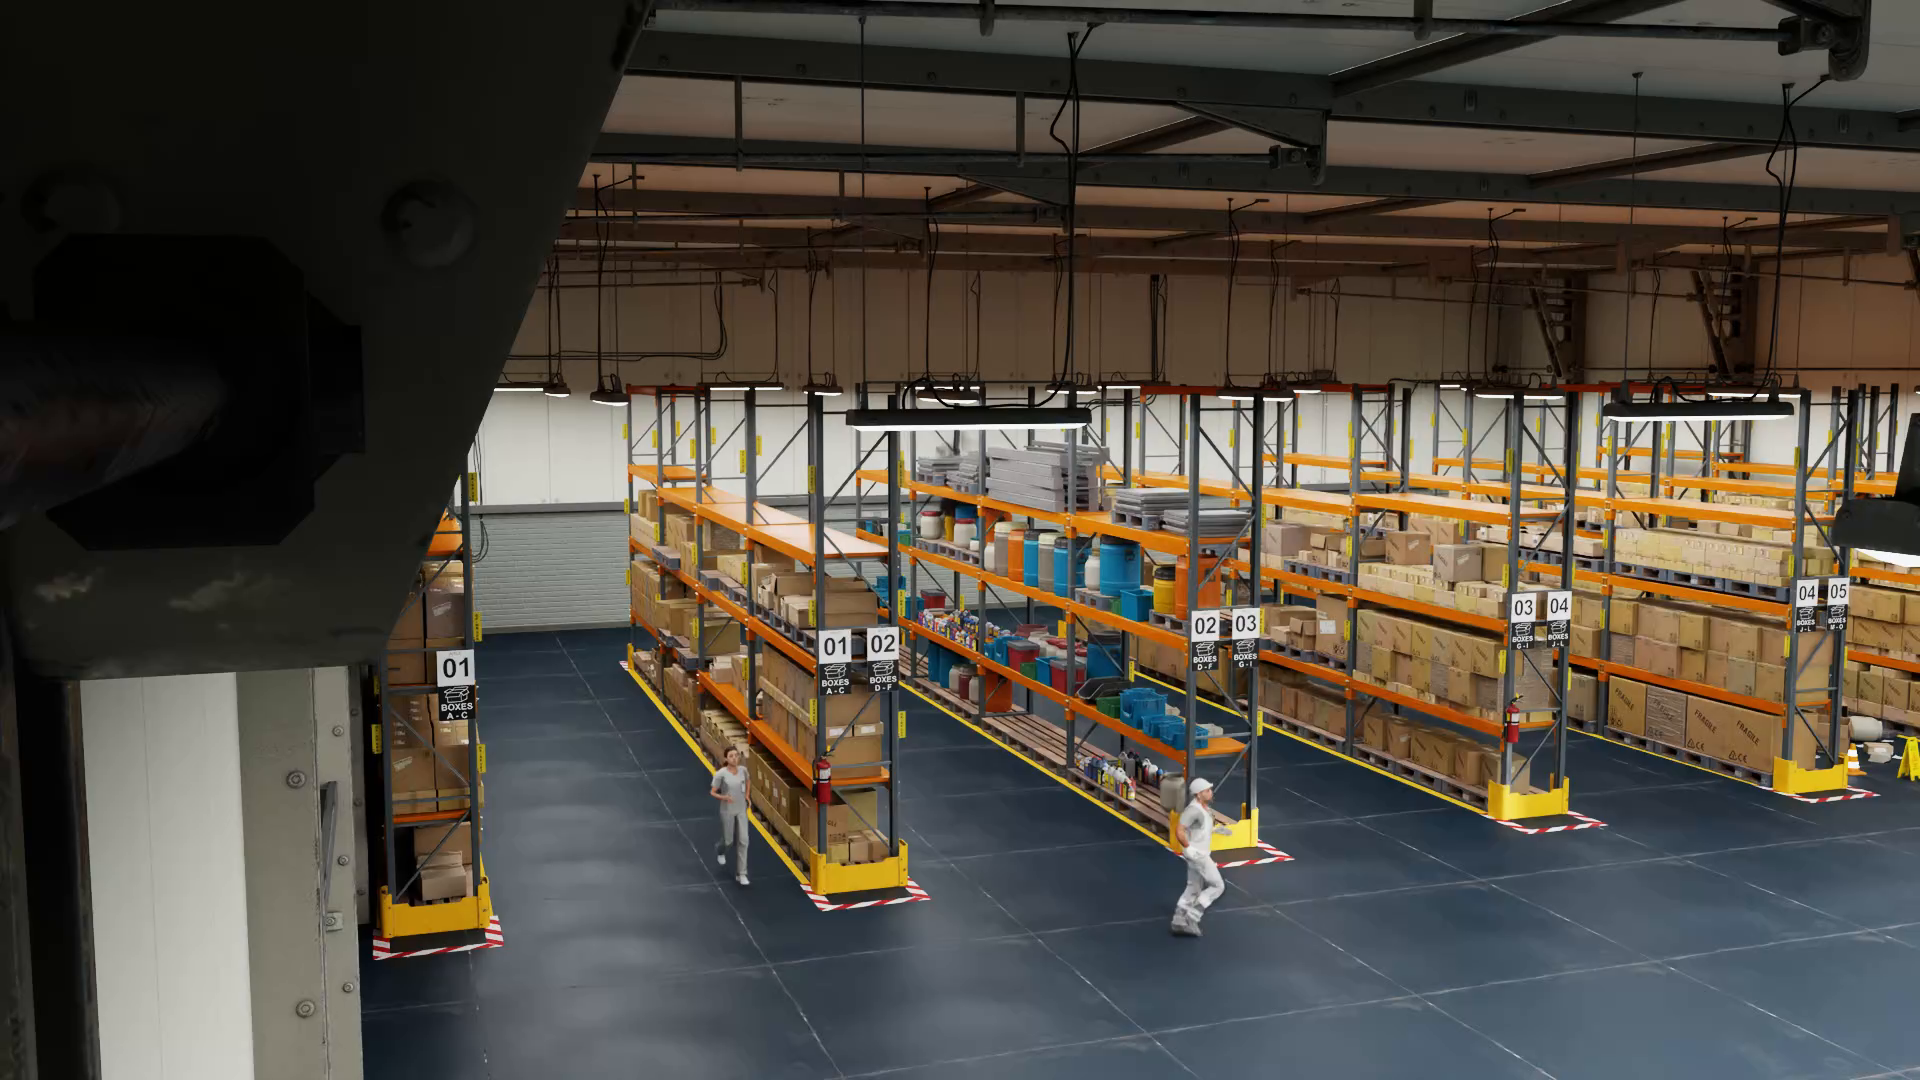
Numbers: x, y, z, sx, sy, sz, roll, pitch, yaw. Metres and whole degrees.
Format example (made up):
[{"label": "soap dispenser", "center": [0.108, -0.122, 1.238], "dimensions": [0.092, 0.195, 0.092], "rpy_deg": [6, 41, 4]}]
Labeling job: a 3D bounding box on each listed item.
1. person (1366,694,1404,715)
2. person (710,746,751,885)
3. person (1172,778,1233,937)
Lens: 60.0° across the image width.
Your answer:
[{"label": "person", "center": [7.837, 2.366, 30.585], "dimensions": [0.540, 1.597, 0.831], "rpy_deg": [-4, 7, -31]}, {"label": "person", "center": [-2.806, 3.365, 20.583], "dimensions": [0.571, 1.638, 0.924], "rpy_deg": [-3, 7, -26]}, {"label": "person", "center": [2.714, 3.533, 18.596], "dimensions": [0.666, 1.770, 0.624], "rpy_deg": [1, 6, 8]}]
